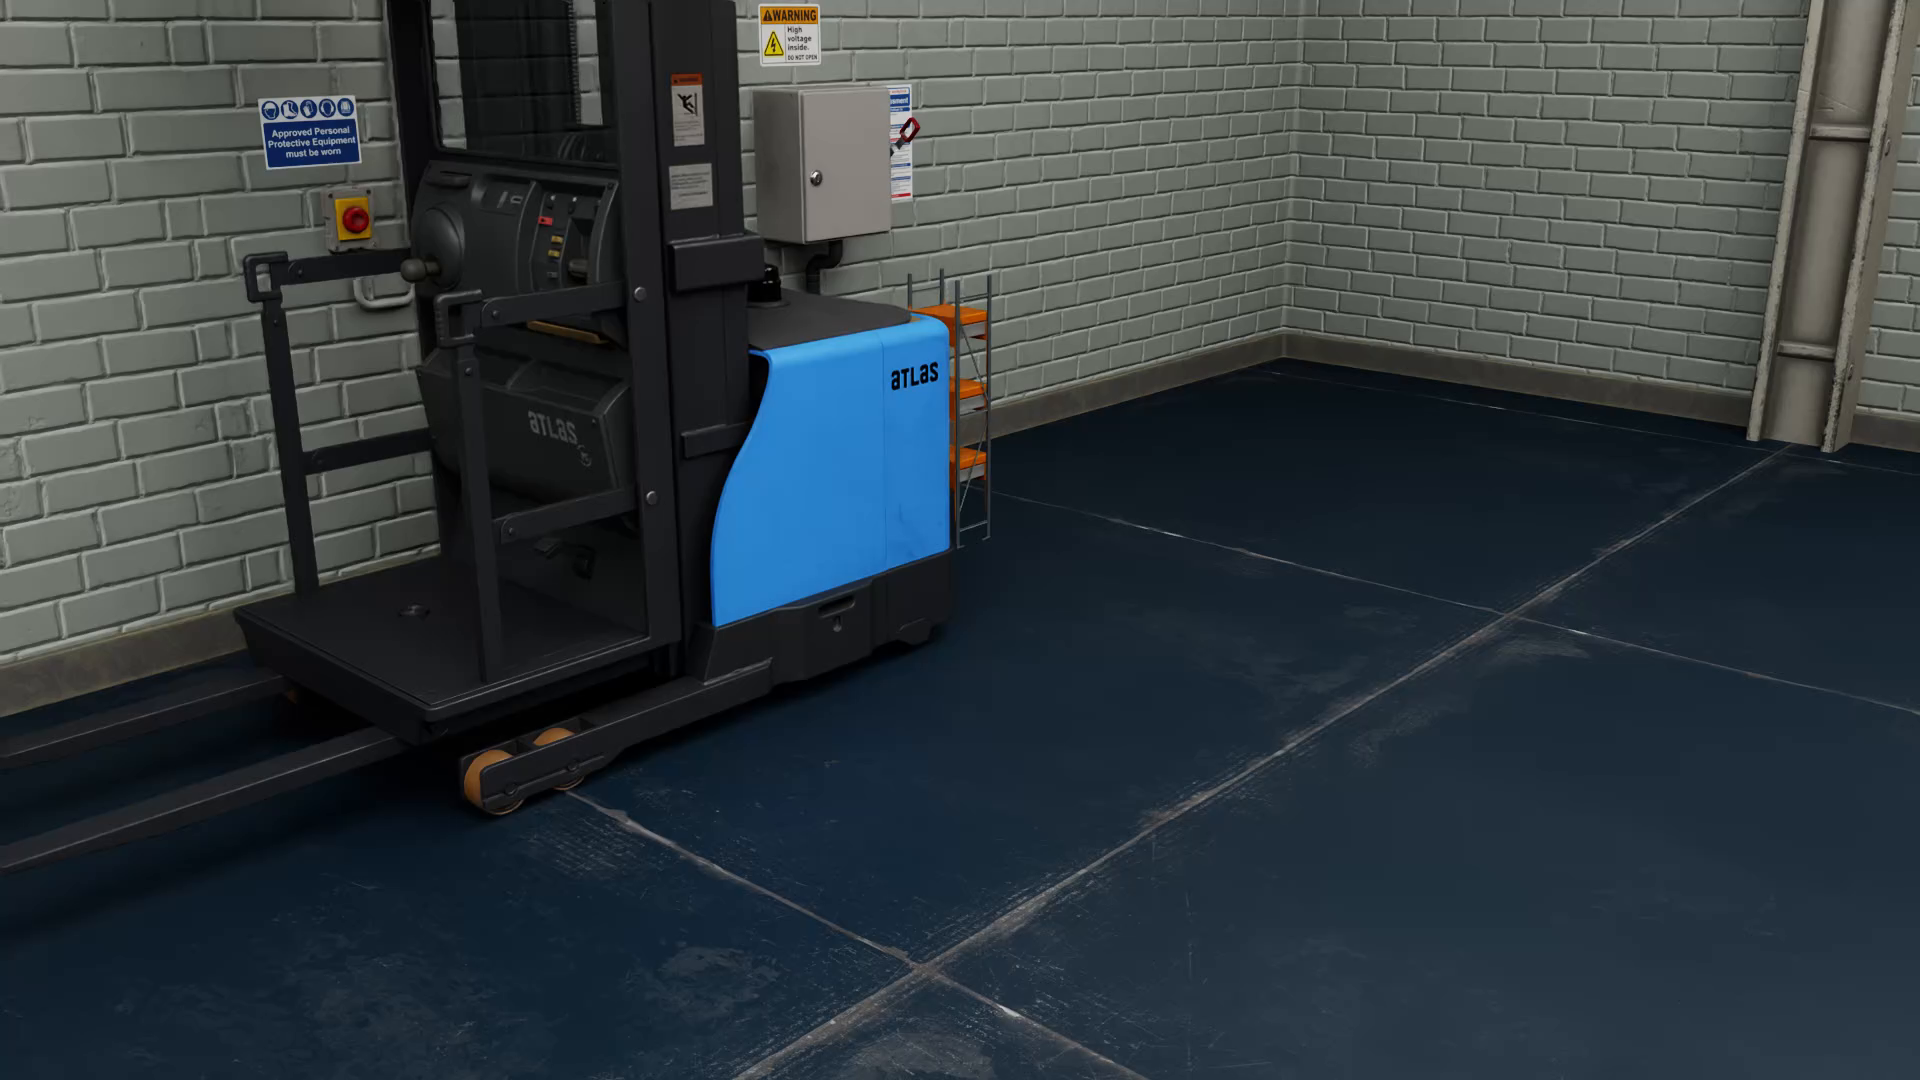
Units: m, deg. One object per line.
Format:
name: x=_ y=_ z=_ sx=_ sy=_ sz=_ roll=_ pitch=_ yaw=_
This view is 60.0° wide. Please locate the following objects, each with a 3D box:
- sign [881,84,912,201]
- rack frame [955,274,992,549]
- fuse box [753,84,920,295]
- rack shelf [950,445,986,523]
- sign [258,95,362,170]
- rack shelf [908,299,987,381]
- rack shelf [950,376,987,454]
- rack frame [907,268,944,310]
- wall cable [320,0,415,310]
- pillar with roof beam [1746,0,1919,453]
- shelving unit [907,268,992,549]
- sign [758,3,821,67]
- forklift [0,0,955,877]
sign: x=-0.322 y=-1.730 z=7.262 sx=0.001 sy=0.494 sz=0.329 roll=15 pitch=23 yaw=39
rack frame: x=0.051 y=-0.487 z=6.410 sx=0.008 sy=1.050 sz=0.200 roll=15 pitch=23 yaw=39
fuse box: x=-0.495 y=-1.008 z=6.959 sx=0.414 sy=1.711 sz=0.539 roll=15 pitch=23 yaw=39
rack shelf: x=-0.040 y=-0.236 z=6.574 sx=0.240 sy=0.259 sz=0.215 roll=15 pitch=23 yaw=39
sign: x=-2.076 y=-1.306 z=5.323 sx=0.001 sy=0.218 sz=0.327 roll=15 pitch=23 yaw=39
rack shelf: x=-0.040 y=-0.772 z=6.404 sx=0.240 sy=0.259 sz=0.215 roll=15 pitch=23 yaw=39
rack shelf: x=-0.040 y=-0.501 z=6.490 sx=0.240 sy=0.259 sz=0.215 roll=15 pitch=23 yaw=39
rack frame: x=-0.131 y=-0.536 z=6.564 sx=0.008 sy=1.050 sz=0.200 roll=15 pitch=23 yaw=39
wall cable: x=-1.999 y=-1.675 z=5.201 sx=0.123 sy=1.953 sz=0.585 roll=15 pitch=23 yaw=39
pillar with roof beam: x=1.250 y=-3.804 z=3.721 sx=0.400 sy=9.000 sz=9.100 roll=15 pitch=23 yaw=39
shelving unit: x=-0.040 y=-0.511 z=6.487 sx=0.252 sy=1.050 sz=0.215 roll=15 pitch=23 yaw=39
sign: x=-0.687 y=-2.045 z=6.731 sx=0.001 sy=0.242 sz=0.339 roll=15 pitch=23 yaw=39
forklift: x=-1.386 y=-0.852 z=4.451 sx=1.130 sy=2.935 sz=3.031 roll=16 pitch=23 yaw=40
